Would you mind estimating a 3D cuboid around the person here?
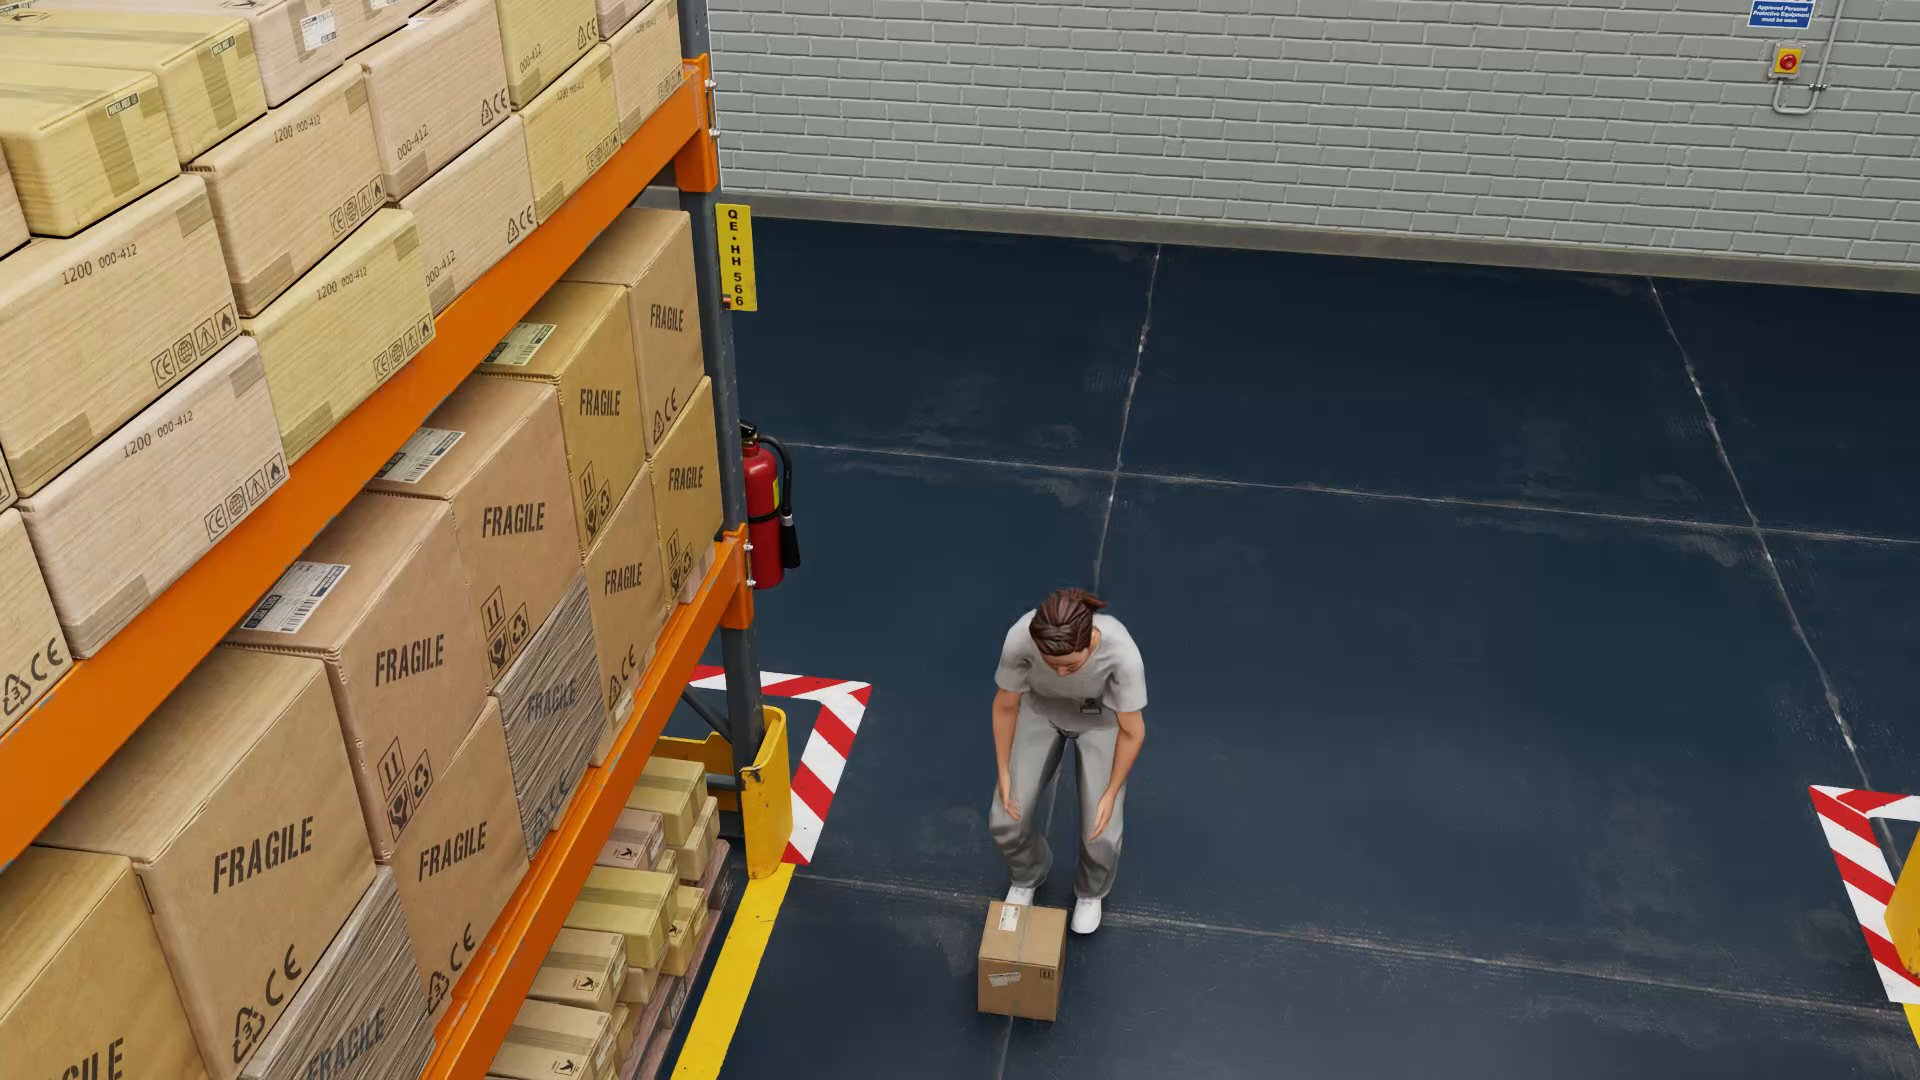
[{"bbox_3d":[0.359,0.669,5.335,0.490,1.417,0.615,10,34,16],"label":"person"}]
